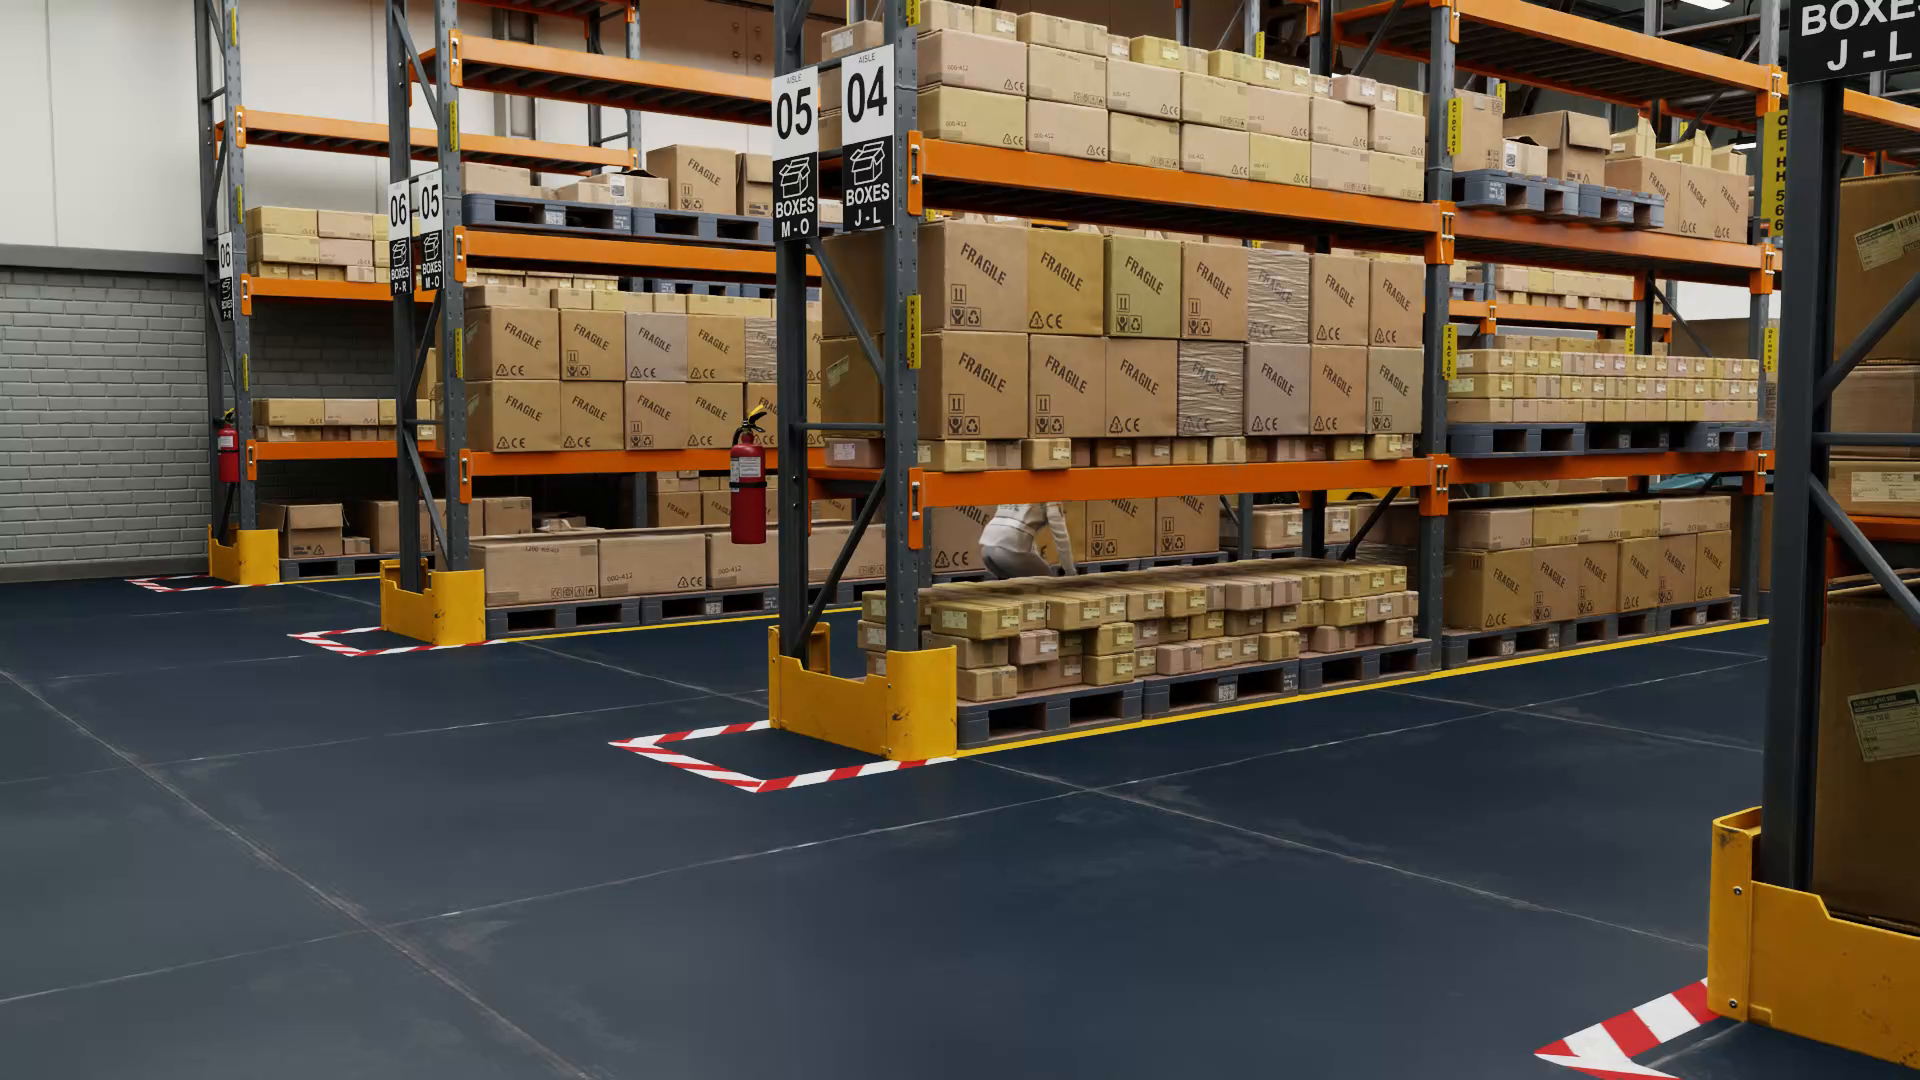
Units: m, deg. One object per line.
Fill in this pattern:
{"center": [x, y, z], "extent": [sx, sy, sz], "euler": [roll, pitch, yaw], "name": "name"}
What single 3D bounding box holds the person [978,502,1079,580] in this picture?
{"center": [0.457, 0.092, 10.660], "extent": [0.722, 1.349, 0.535], "euler": [-2, 5, -29], "name": "person"}
